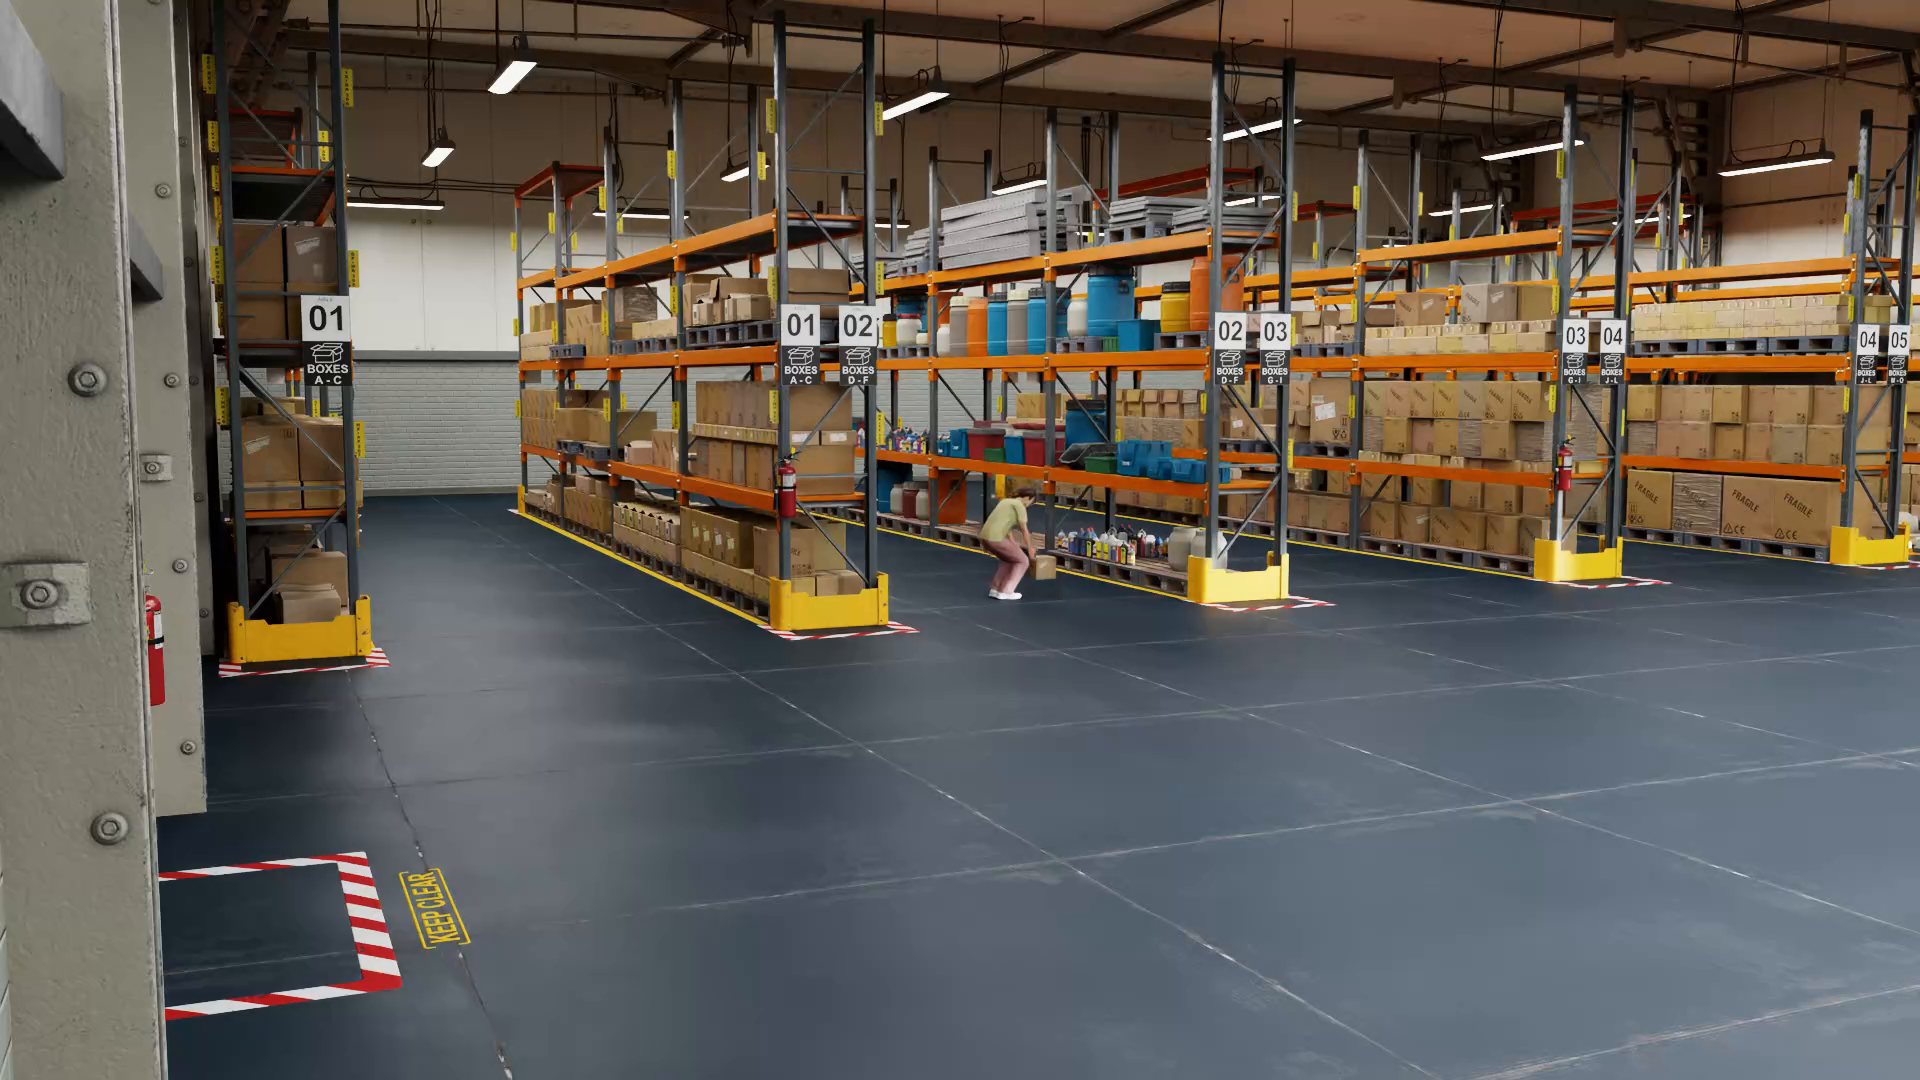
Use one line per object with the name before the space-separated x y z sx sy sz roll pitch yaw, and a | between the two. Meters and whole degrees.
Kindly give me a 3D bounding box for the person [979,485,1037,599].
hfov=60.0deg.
person | 0.551 0.016 18.906 0.693 1.278 0.512 -2 6 -24
